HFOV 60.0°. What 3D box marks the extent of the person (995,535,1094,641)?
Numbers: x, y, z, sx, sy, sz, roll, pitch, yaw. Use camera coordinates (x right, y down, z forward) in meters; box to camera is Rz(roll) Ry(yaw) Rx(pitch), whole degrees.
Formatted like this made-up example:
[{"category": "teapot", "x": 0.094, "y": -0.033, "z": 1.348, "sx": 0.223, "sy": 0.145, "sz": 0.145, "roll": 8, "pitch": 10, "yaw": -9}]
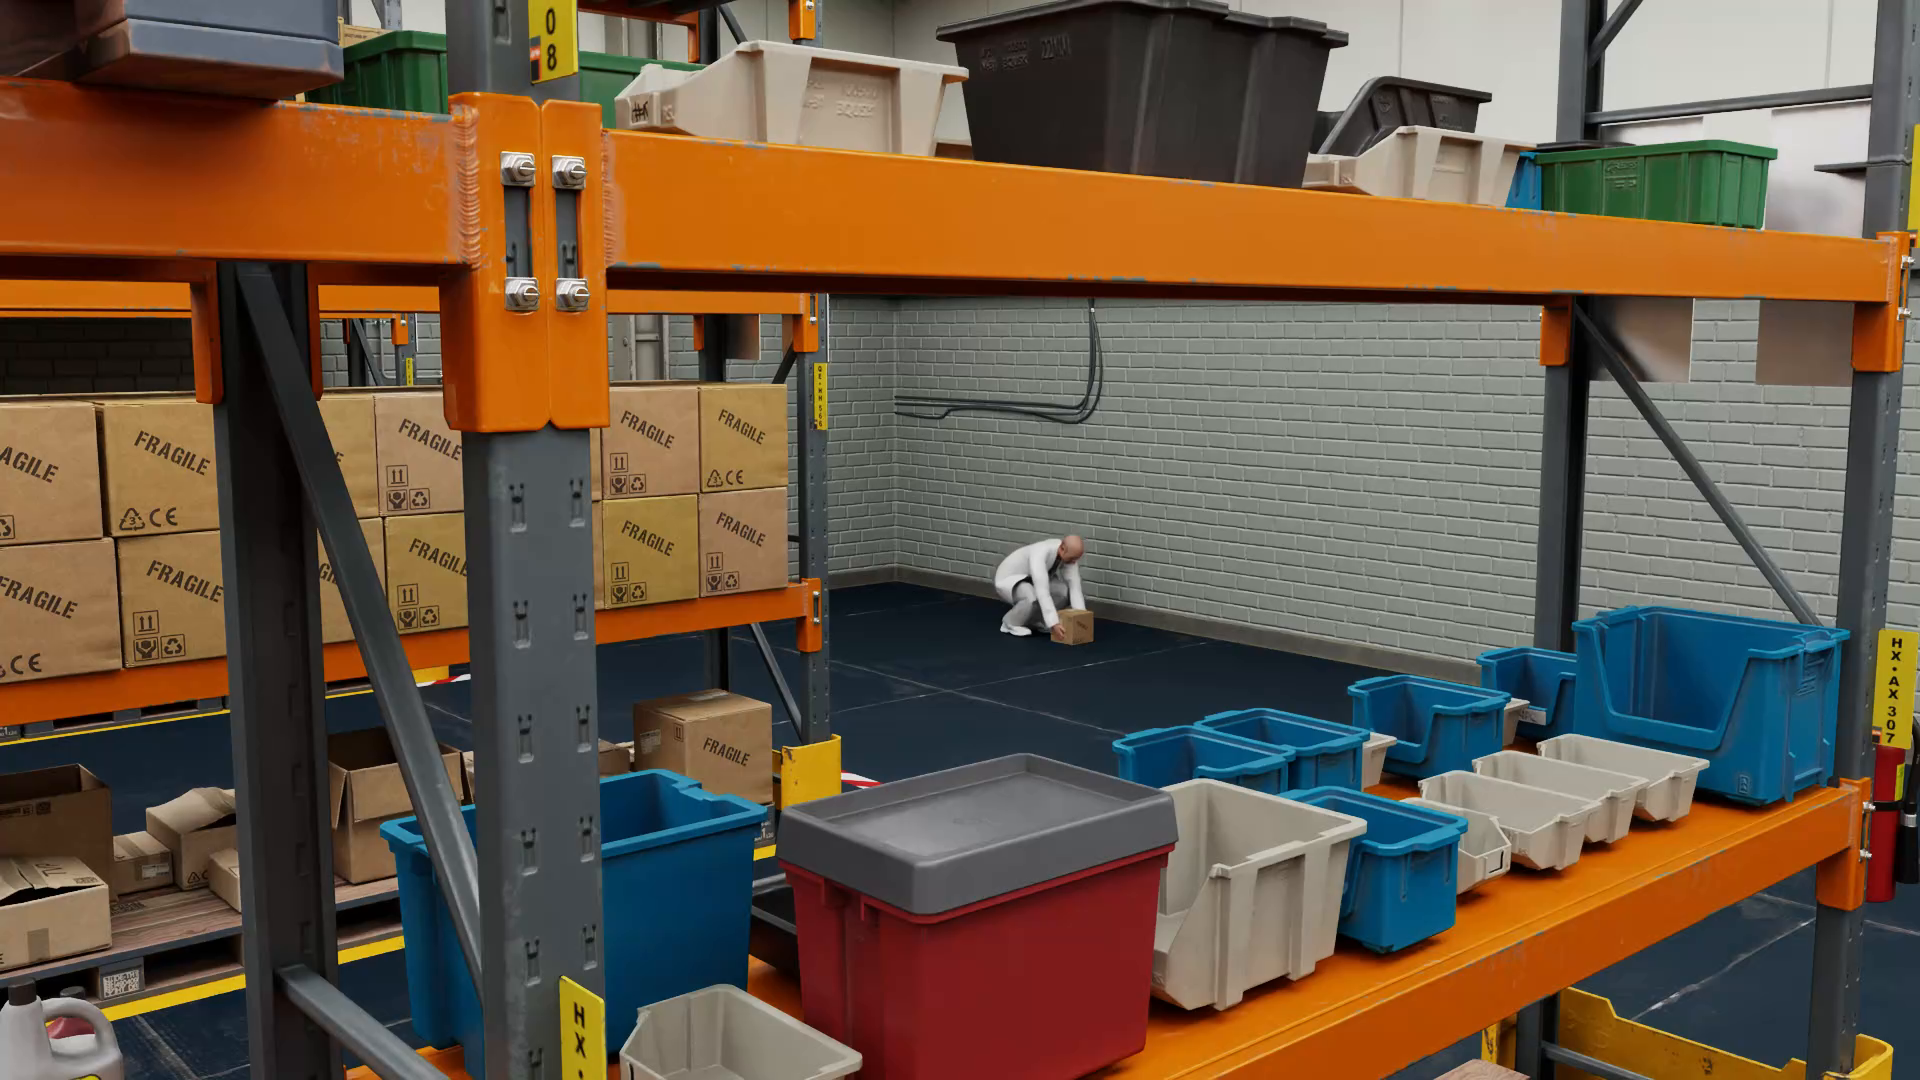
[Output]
[{"category": "person", "x": 0.690, "y": 0.384, "z": 13.996, "sx": 0.599, "sy": 0.853, "sz": 0.911, "roll": -6, "pitch": 10, "yaw": -41}]
